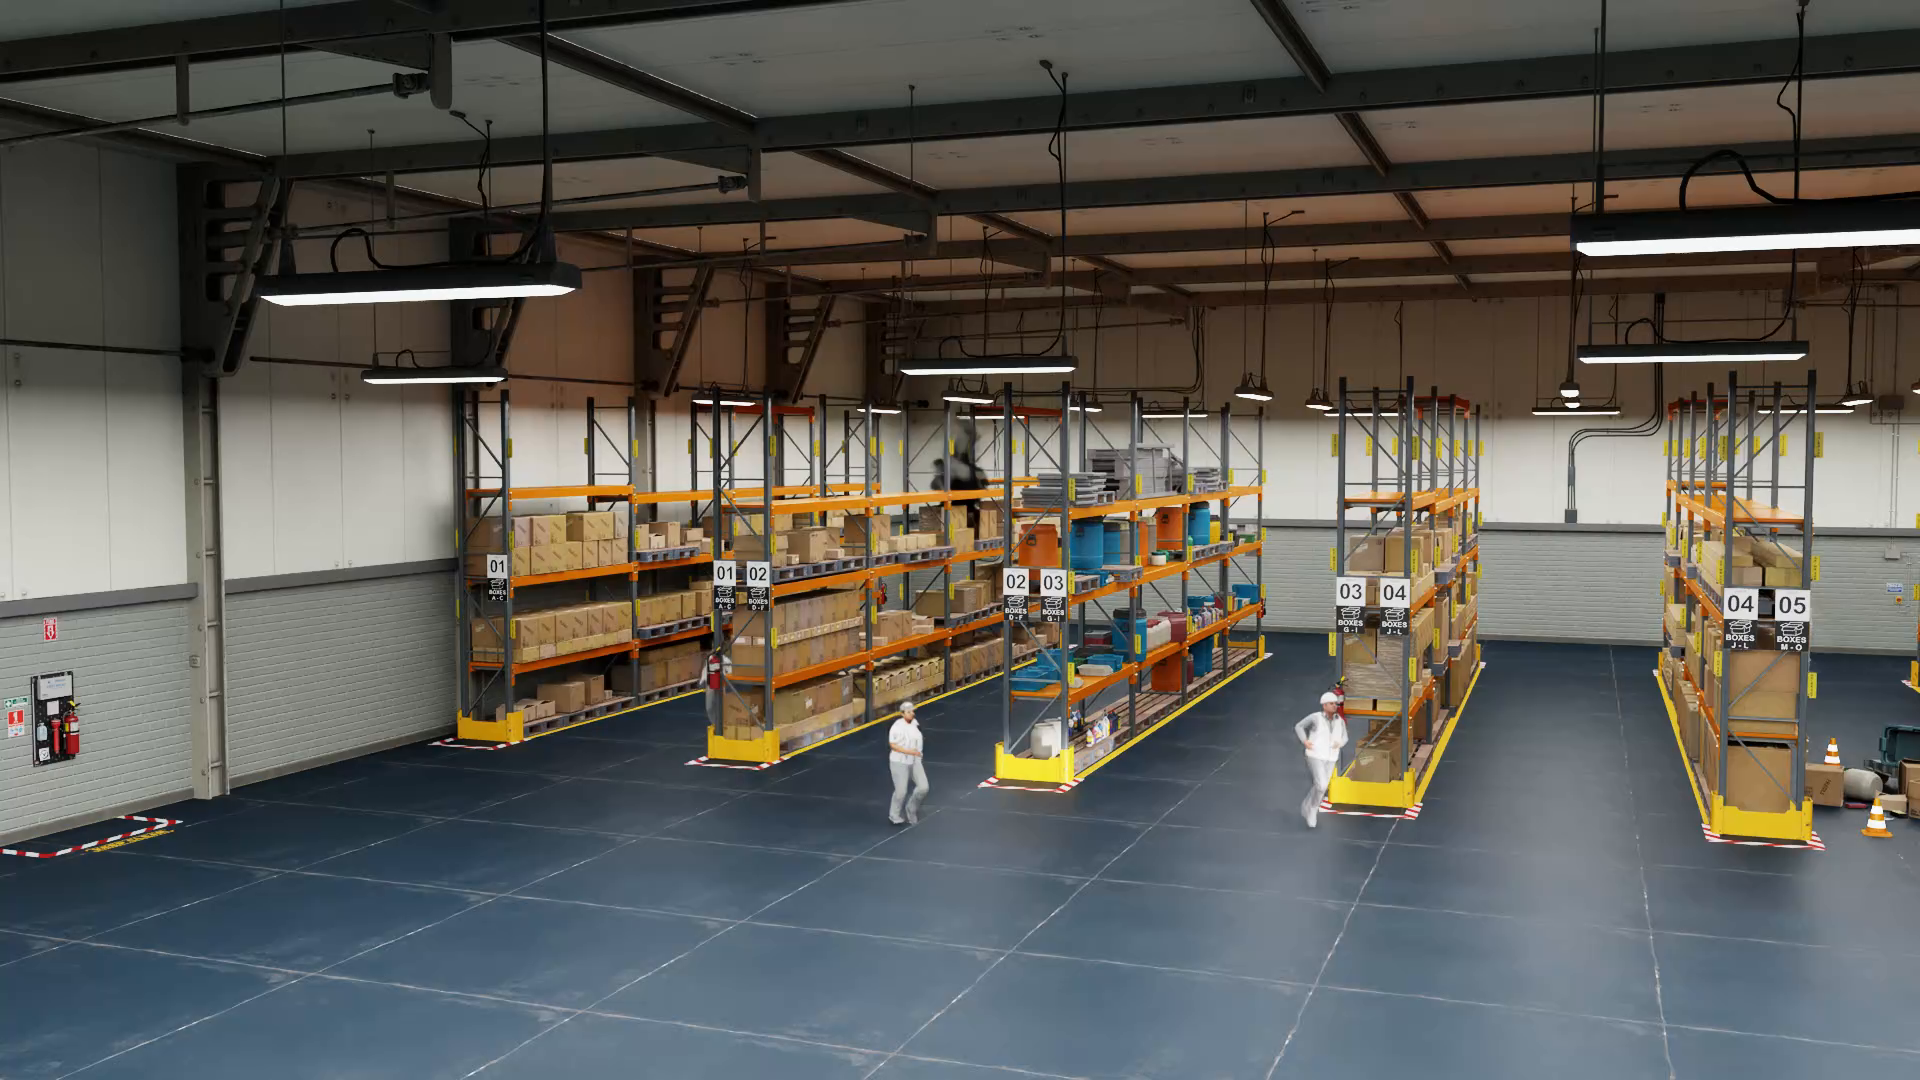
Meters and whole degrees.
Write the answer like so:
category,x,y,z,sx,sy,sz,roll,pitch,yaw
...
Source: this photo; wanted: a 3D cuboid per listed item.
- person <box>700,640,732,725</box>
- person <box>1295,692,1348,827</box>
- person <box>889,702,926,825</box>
category,x,y,z,sx,sy,sz,roll,pitch,yaw
person,-4.284,2.565,29.248,0.613,1.646,0.579,1,3,17
person,4.842,2.915,22.180,0.649,1.791,0.652,-1,3,-20
person,-0.670,2.973,22.043,0.624,1.674,0.651,-3,4,-41
